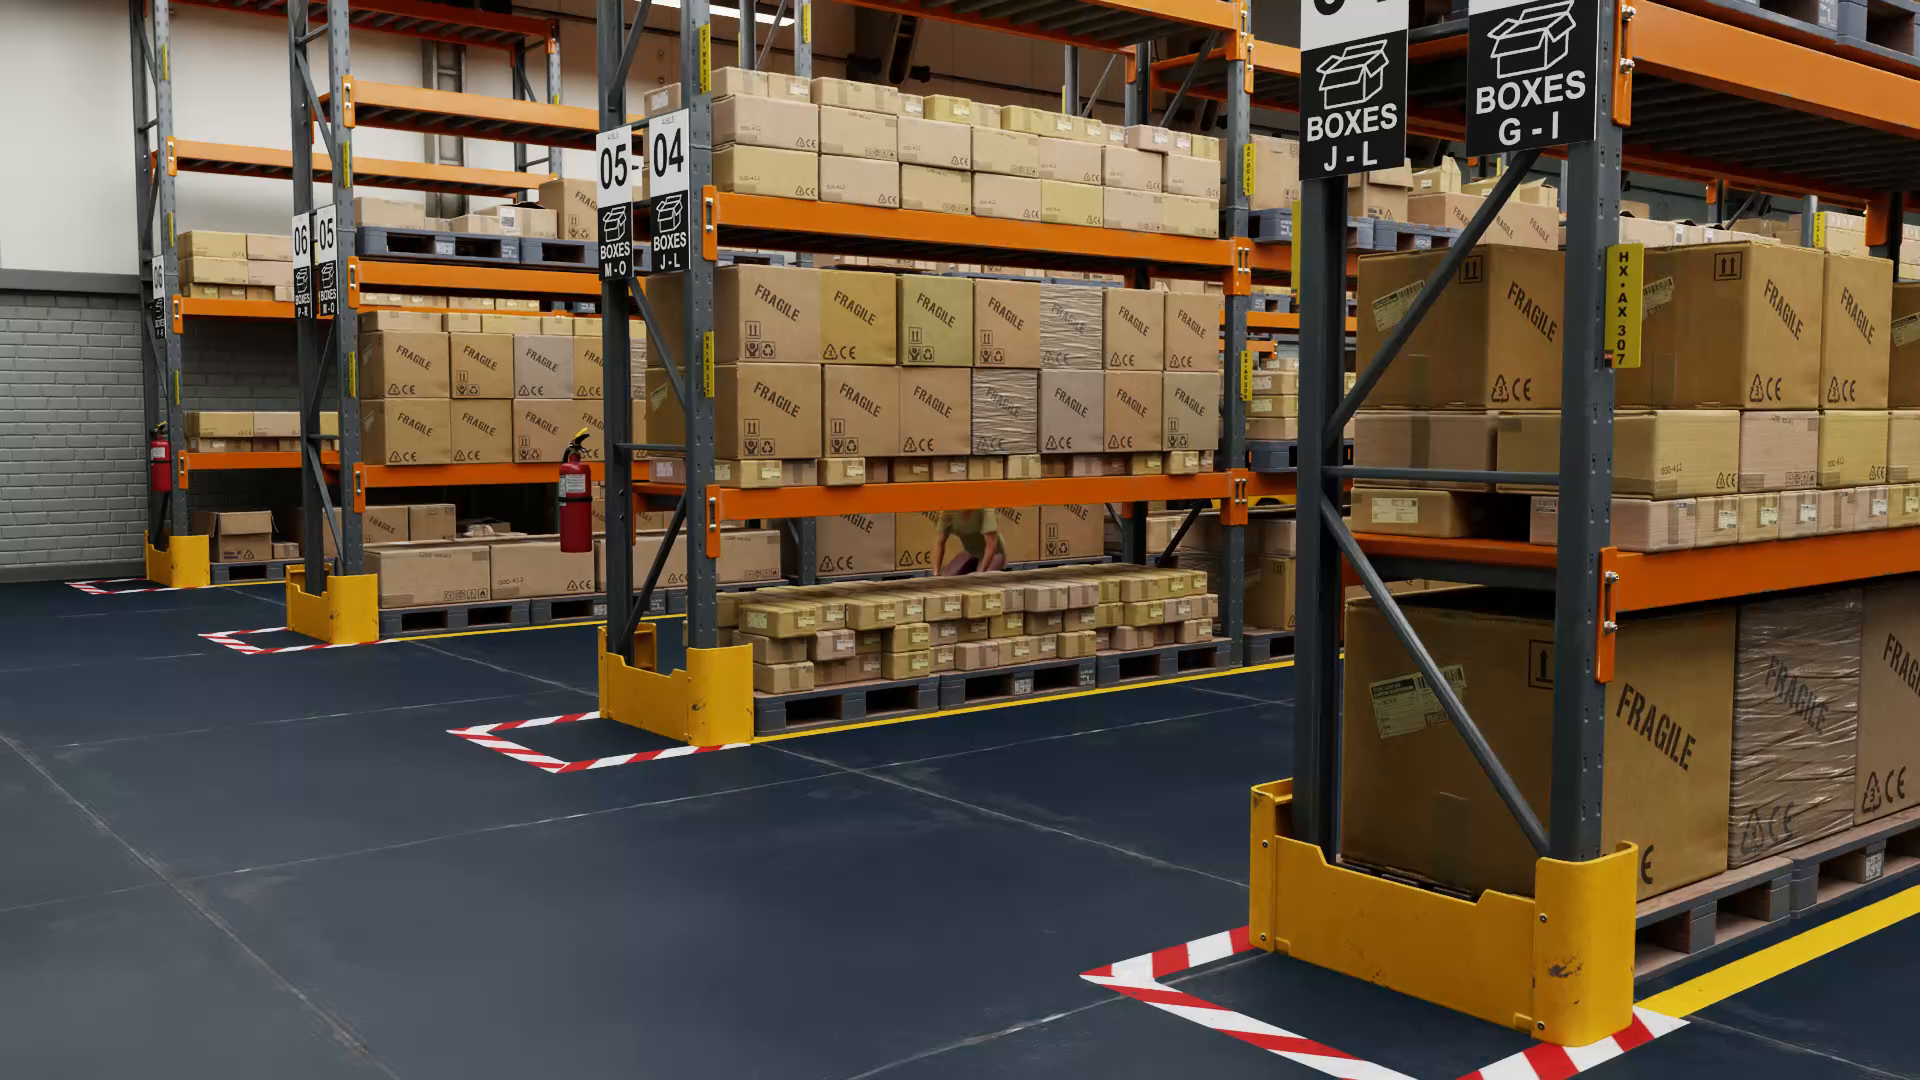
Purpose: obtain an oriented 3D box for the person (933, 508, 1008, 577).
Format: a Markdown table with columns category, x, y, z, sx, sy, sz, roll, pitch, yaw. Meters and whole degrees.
| category | x | y | z | sx | sy | sz | roll | pitch | yaw |
| --- | --- | --- | --- | --- | --- | --- | --- | --- | --- |
| person | 0.094 | 0.152 | 12.067 | 0.510 | 1.246 | 0.709 | 3 | 5 | 32 |
